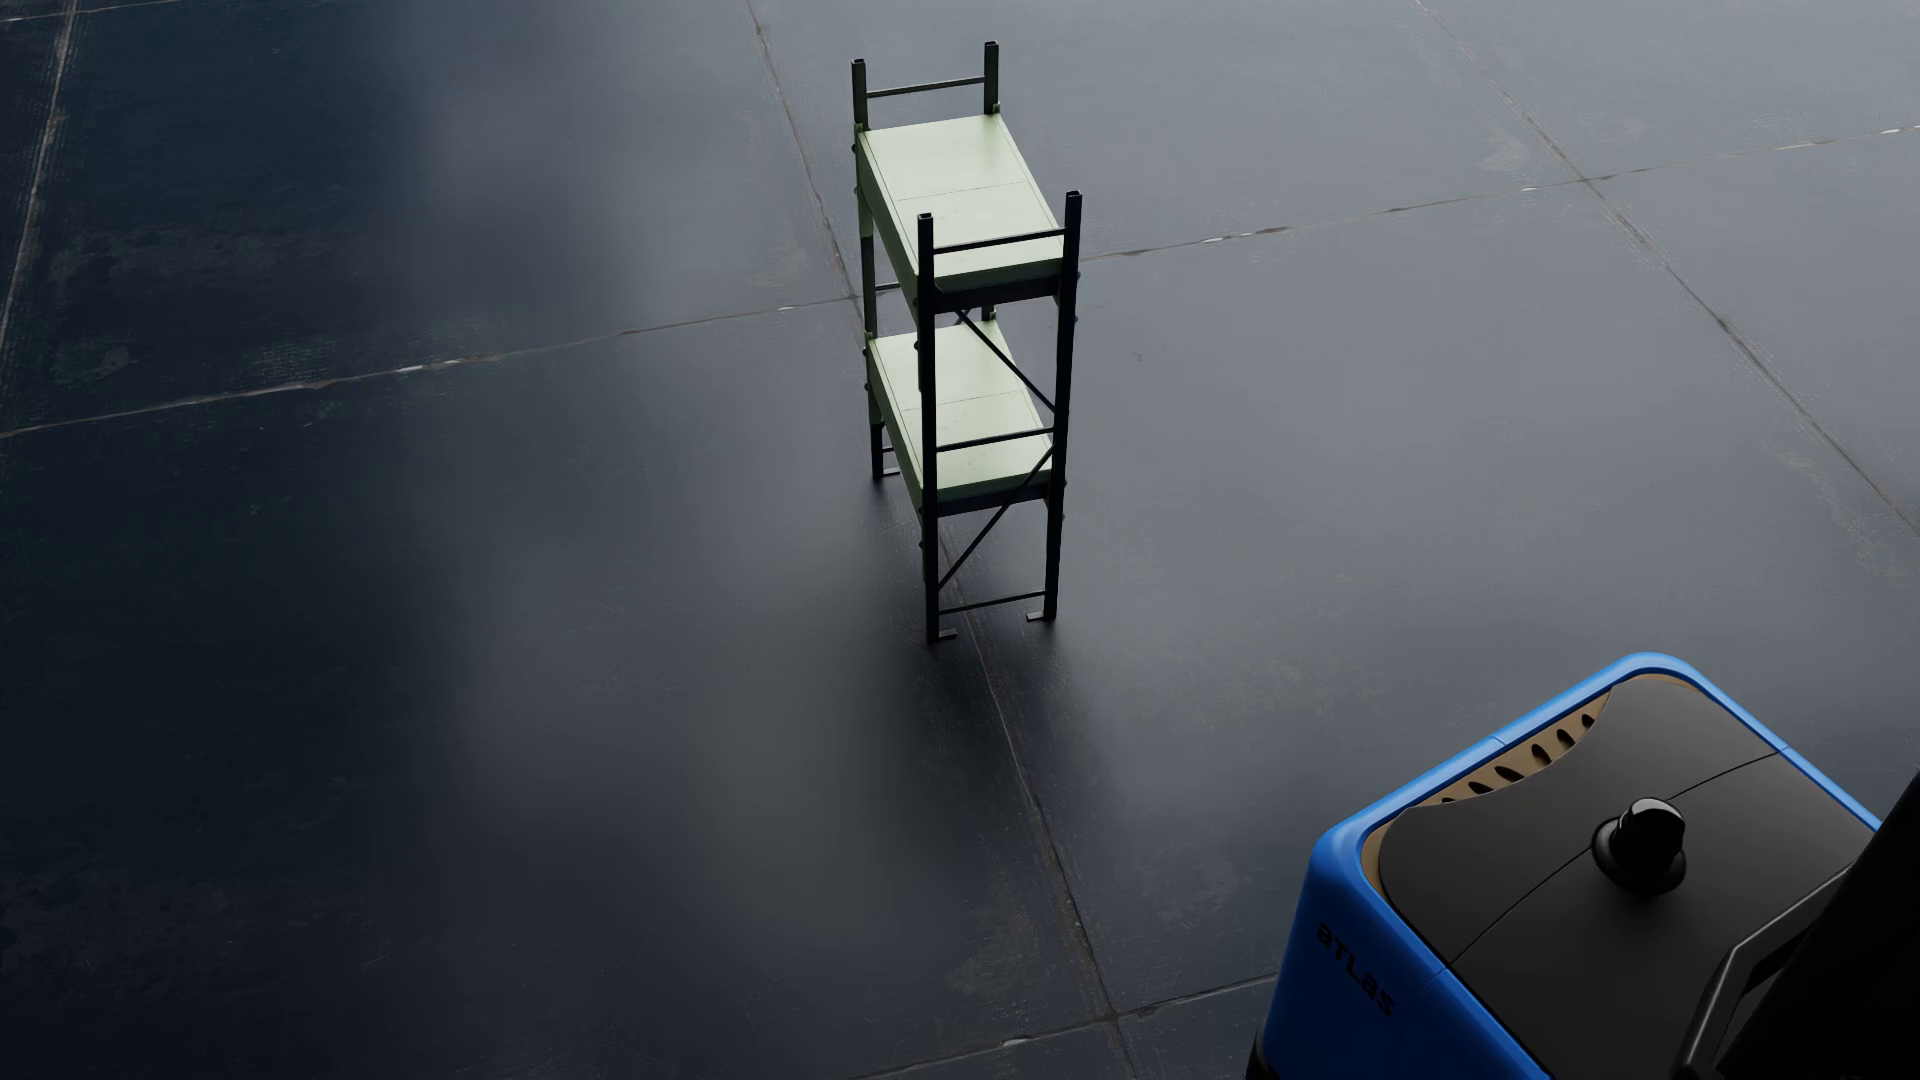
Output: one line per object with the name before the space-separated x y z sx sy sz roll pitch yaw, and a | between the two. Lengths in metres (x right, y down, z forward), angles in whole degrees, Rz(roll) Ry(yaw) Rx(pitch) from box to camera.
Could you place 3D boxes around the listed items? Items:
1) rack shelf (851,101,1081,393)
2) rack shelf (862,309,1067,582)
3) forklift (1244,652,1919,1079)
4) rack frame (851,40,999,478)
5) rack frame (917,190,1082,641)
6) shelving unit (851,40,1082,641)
rack shelf | 0.002 -0.793 4.431 0.431 0.370 0.720 -11 47 -10
rack shelf | 0.002 -0.292 4.943 0.431 0.370 0.720 -11 47 -10
forklift | 1.869 1.014 2.204 1.130 2.935 3.031 -24 50 -22
rack frame | -0.092 -0.773 4.957 0.400 1.500 0.023 -11 47 -10
rack frame | 0.095 -0.268 4.462 0.400 1.500 0.023 -11 47 -10
shelving unit | 0.002 -0.520 4.710 0.431 1.500 0.755 -11 47 -10
